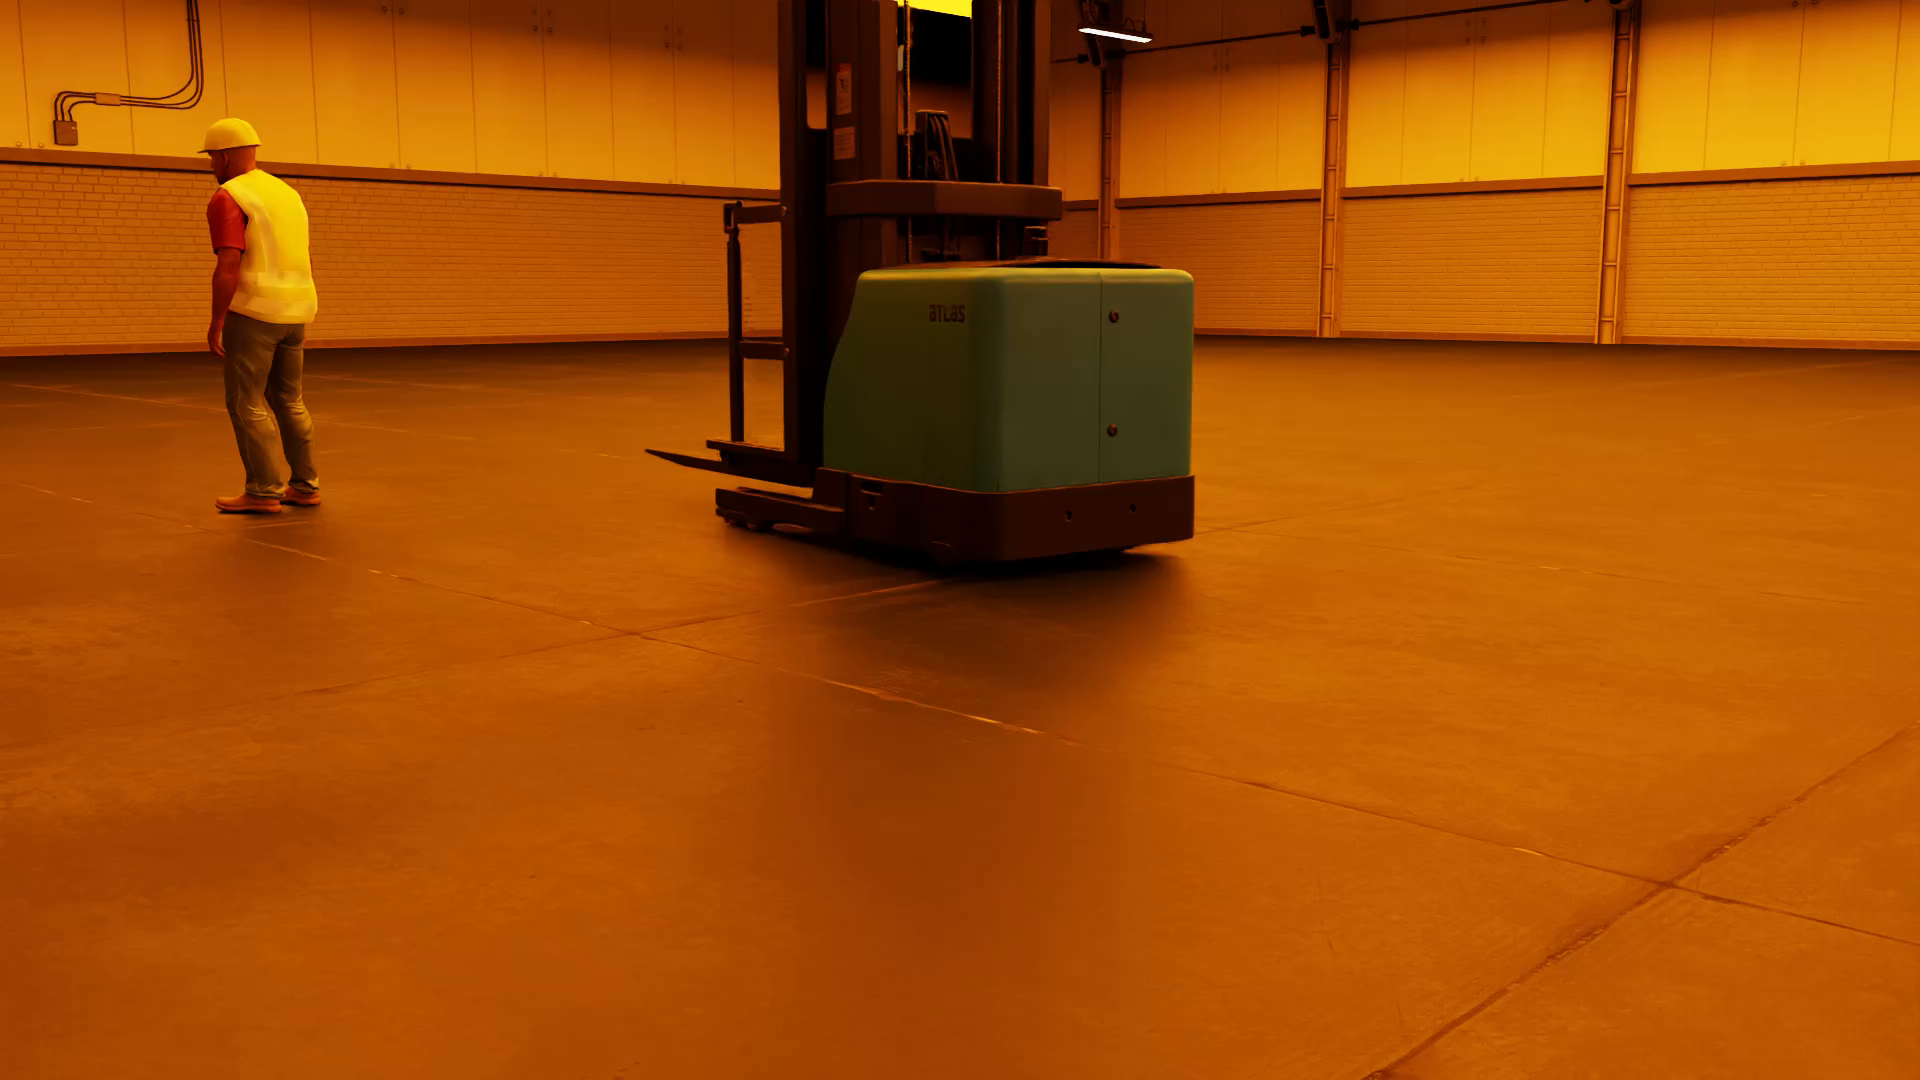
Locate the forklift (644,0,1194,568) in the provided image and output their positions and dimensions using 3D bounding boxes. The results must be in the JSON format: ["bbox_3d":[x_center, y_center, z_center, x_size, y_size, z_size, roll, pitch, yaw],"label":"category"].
[{"bbox_3d":[-0.391,-1.524,6.994,1.130,2.935,3.031,-6,11,-36],"label":"forklift"}]

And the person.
[{"bbox_3d":[-3.184,-1.013,7.552,0.461,1.759,0.631,2,9,15],"label":"person"}]
